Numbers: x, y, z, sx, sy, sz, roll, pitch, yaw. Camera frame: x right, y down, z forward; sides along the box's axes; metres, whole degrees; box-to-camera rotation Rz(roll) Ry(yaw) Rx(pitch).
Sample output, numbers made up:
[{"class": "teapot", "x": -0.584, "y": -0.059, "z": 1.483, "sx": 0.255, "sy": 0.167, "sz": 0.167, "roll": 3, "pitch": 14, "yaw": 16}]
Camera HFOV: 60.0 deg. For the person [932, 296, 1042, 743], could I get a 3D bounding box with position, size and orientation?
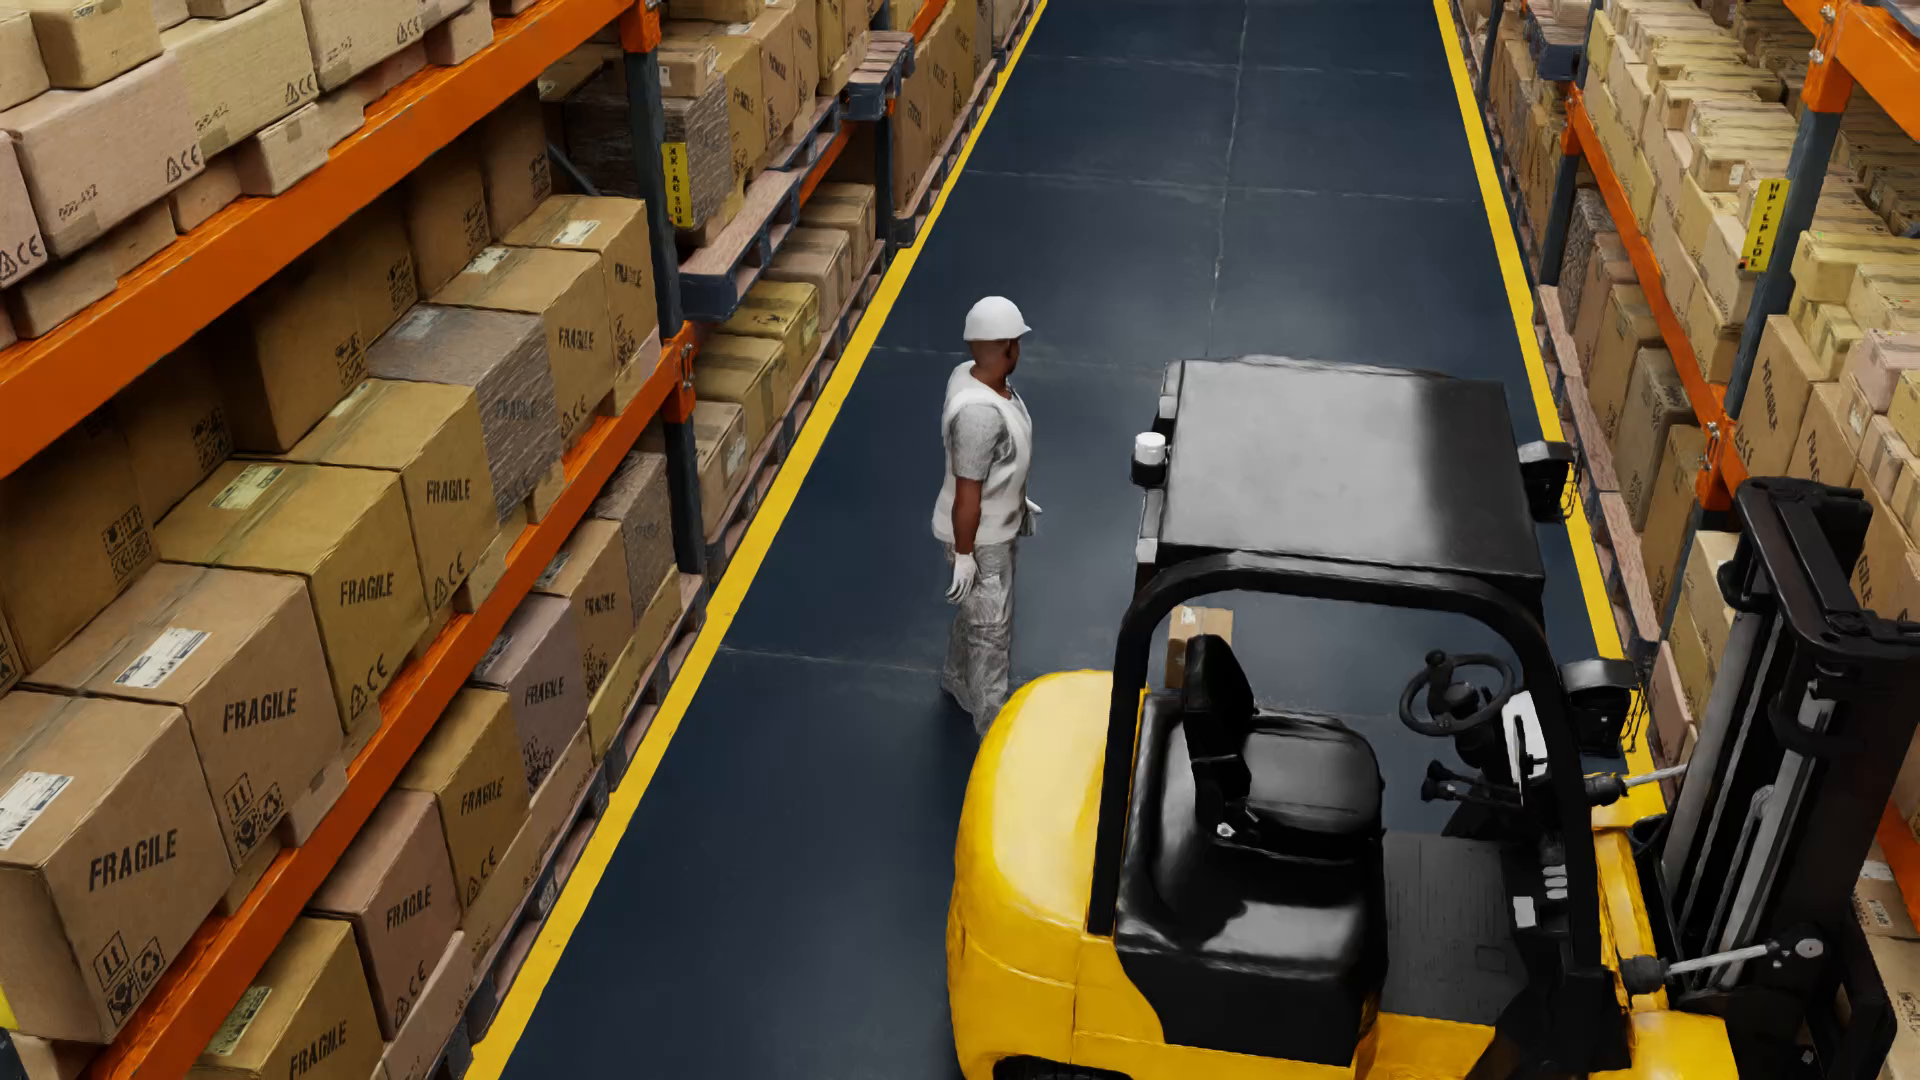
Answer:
[{"class": "person", "x": 0.165, "y": -0.014, "z": 6.169, "sx": 0.576, "sy": 1.773, "sz": 0.690, "roll": 6, "pitch": 33, "yaw": 10}]
